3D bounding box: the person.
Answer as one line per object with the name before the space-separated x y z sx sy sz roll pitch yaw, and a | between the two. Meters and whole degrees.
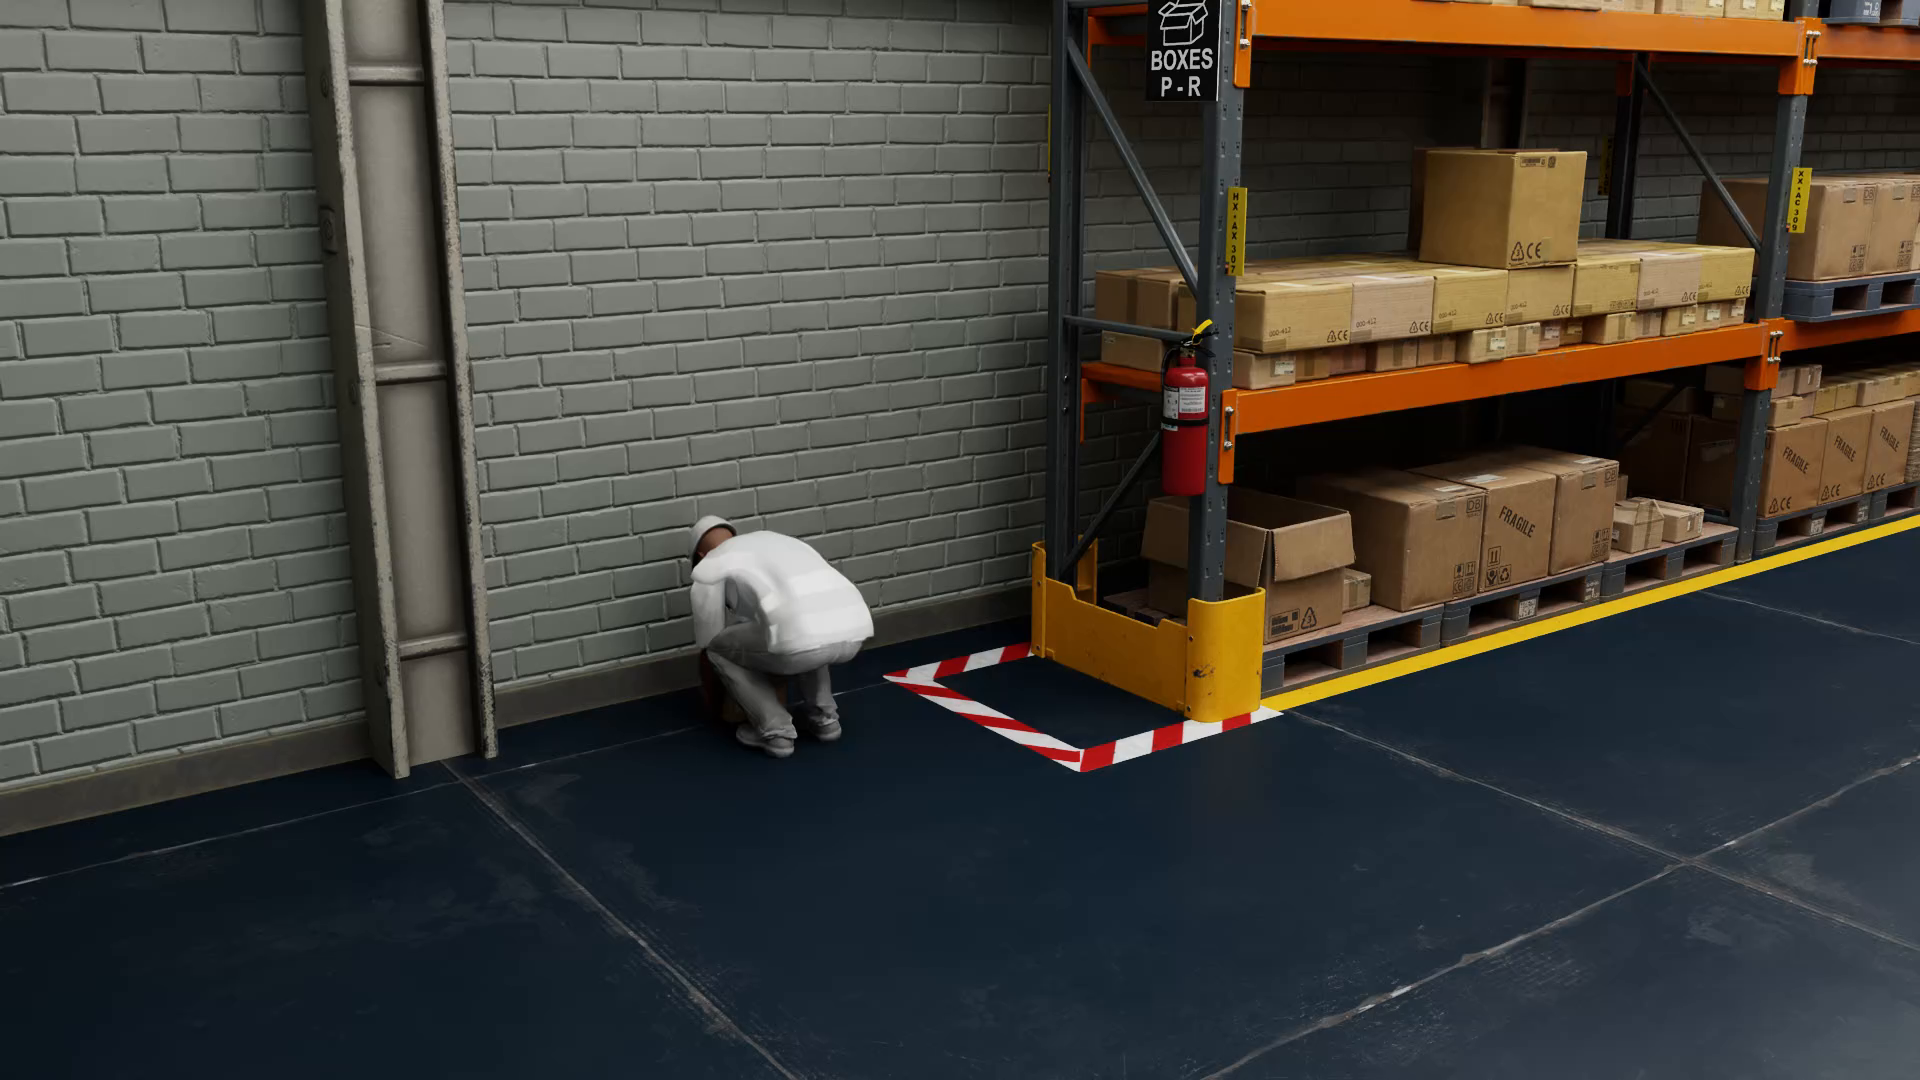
person | -0.759 0.380 6.495 0.531 0.838 0.950 -11 18 -36
